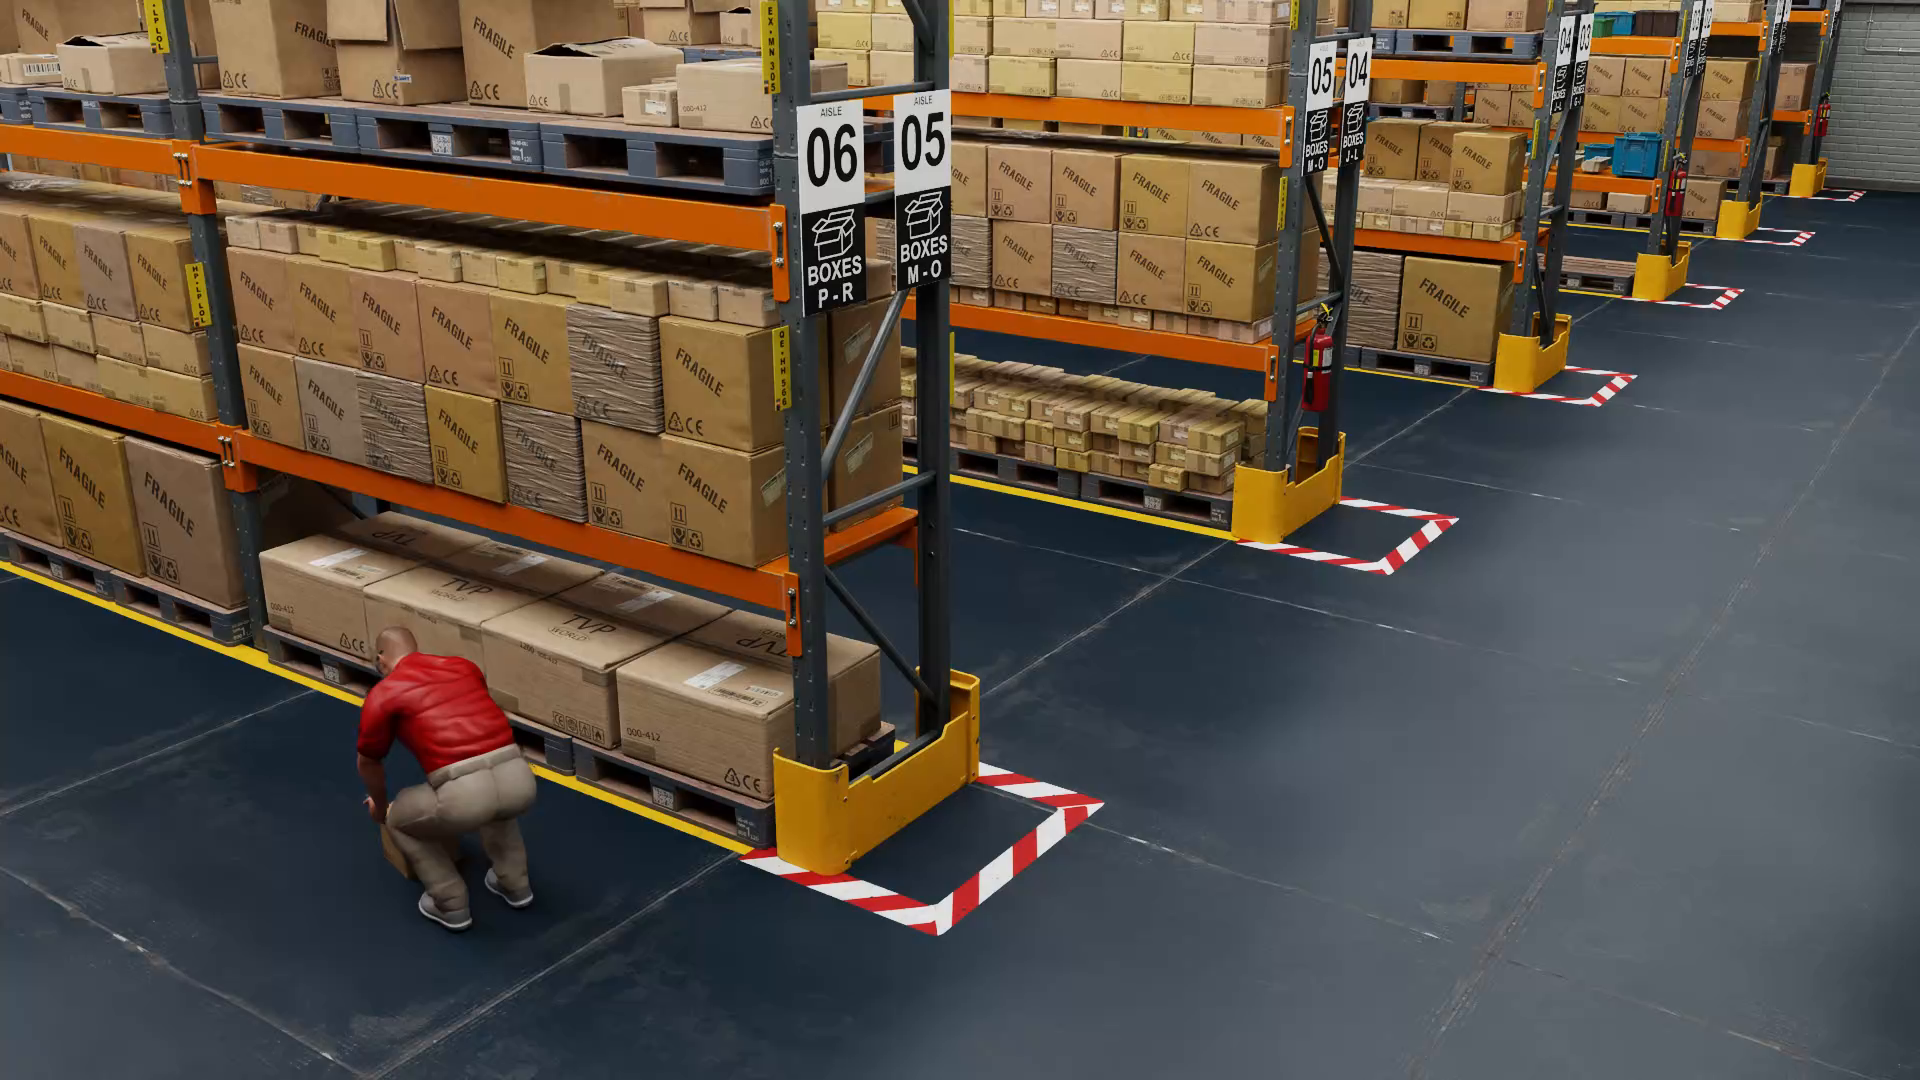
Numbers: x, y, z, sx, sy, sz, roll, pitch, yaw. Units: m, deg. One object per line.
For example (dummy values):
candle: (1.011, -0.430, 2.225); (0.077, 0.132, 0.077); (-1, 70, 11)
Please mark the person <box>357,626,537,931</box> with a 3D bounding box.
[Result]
person: (-2.091, 0.969, 6.765); (0.576, 1.141, 0.823); (-16, 25, -38)
